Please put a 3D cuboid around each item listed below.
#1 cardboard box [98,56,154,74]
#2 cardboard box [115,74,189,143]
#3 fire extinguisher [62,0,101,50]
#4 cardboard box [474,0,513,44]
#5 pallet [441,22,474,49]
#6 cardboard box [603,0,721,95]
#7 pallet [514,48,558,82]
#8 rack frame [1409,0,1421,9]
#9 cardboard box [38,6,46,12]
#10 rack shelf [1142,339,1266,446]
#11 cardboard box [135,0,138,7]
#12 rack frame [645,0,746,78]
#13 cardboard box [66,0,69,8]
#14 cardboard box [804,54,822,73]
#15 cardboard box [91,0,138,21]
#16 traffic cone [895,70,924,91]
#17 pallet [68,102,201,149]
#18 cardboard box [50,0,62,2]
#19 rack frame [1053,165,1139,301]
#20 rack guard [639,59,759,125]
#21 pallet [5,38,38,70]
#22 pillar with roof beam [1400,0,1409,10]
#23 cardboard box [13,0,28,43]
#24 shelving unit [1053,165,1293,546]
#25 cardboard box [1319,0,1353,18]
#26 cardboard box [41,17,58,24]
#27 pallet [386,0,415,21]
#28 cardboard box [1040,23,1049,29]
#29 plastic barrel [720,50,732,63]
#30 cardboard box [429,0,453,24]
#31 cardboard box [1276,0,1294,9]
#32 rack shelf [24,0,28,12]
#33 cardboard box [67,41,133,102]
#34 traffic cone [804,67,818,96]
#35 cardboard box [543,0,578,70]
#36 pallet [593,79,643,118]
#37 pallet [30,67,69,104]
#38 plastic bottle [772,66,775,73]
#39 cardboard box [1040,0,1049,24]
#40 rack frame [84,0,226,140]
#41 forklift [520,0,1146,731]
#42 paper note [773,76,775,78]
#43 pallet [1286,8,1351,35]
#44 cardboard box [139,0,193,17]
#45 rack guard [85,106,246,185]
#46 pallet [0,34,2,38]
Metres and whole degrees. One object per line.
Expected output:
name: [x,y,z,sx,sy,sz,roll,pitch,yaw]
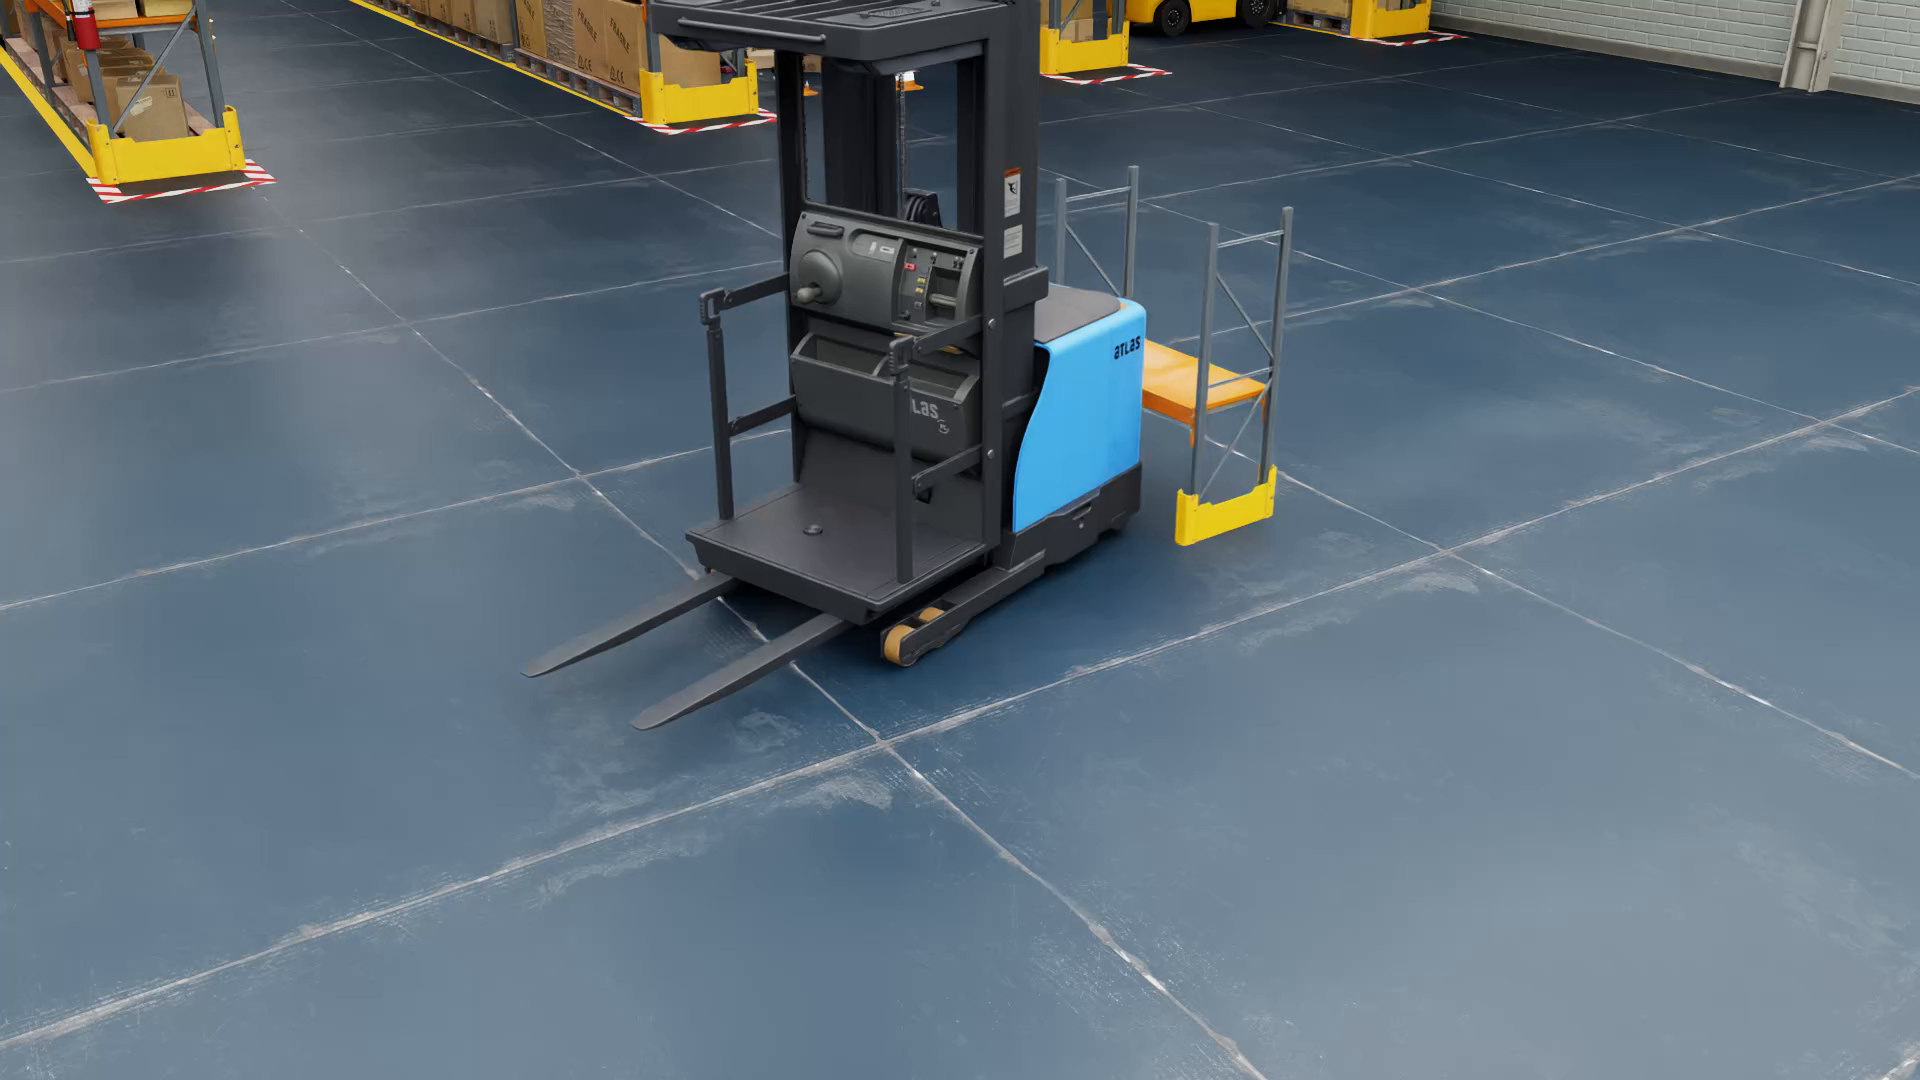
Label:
cardboard box: [-7.850,-4.261,15.698,0.500,0.500,0.500,-13,28,-25]
cardboard box: [-7.169,-3.827,14.778,0.500,0.500,0.500,-10,27,-20]
fire extinguisher: [-7.166,-4.356,13.555,0.296,0.674,0.183,-16,29,-30]
cardboard box: [-5.230,-6.464,20.072,1.050,0.750,0.750,-16,29,-30]
pallet: [-5.970,-6.524,21.324,1.003,0.211,1.213,-16,29,-30]
cardboard box: [-3.057,-5.116,17.070,0.875,0.875,0.875,-15,29,-29]
pallet: [-4.466,-5.539,19.236,1.003,0.211,1.213,-16,29,-30]
rack frame: [5.617,-8.007,21.198,1.000,3.000,0.127,-16,29,-30]
cardboard box: [-10.198,-5.838,19.016,0.700,0.500,0.500,-13,28,-25]
rack shelf: [0.962,-0.743,7.988,0.538,0.185,1.000,-17,30,-32]
cardboard box: [-7.043,-4.770,14.636,0.380,0.149,0.250,-16,29,-30]
rack frame: [-2.632,-5.660,16.225,1.000,3.000,0.127,-16,29,-30]
cardboard box: [-7.610,-4.740,14.571,0.380,0.149,0.250,-16,29,-30]
cardboard box: [-1.620,-5.759,19.359,0.637,0.503,0.797,7,26,15]
cardboard box: [-7.171,-4.480,14.021,0.380,0.149,0.250,-16,29,-30]
traffic cone: [-0.599,-5.175,18.170,0.336,0.463,0.334,-16,29,-30]
pallet: [-7.960,-4.041,16.062,1.003,0.211,1.213,-16,29,-30]
cardboard box: [-8.078,-4.992,15.105,0.380,0.149,0.250,-16,29,-30]
rack frame: [0.660,-1.080,8.281,0.500,1.500,0.032,-17,30,-32]
rack guard: [-2.619,-4.521,16.740,1.175,0.500,0.348,-16,29,-30]
pallet: [-10.784,-5.860,19.917,1.003,0.211,1.213,-16,29,-30]
pillar with roof beam: [2.385,-10.176,18.765,9.100,9.000,0.400,-16,29,-30]
cardboard box: [-10.827,-6.235,19.856,0.700,0.500,0.500,-17,30,-32]
shelving unit: [0.957,-0.909,7.918,0.587,1.500,1.083,-17,30,-32]
cardboard box: [5.096,-7.048,21.896,0.500,0.250,0.500,-15,29,-29]
cardboard box: [-9.588,-5.439,18.170,0.700,0.500,0.500,-16,29,-30]
pallet: [-7.424,-7.540,23.474,1.003,0.211,1.213,-16,29,-30]
cardboard box: [0.781,-6.031,19.740,0.500,0.250,0.500,-16,29,-30]
plastic barrel: [-2.911,-5.877,19.703,0.512,0.421,0.421,3,25,6]
cardboard box: [-6.262,-7.143,21.510,1.050,0.750,0.750,-15,29,-29]
cardboard box: [4.567,-7.409,22.661,0.500,0.250,0.500,-15,29,-29]
rack shelf: [-10.118,-6.361,18.553,1.077,0.370,4.000,-16,29,-30]
cardboard box: [-8.522,-4.675,16.575,0.500,0.500,0.500,-6,26,-13]
traffic cone: [-1.732,-5.033,17.870,0.336,0.463,0.334,-16,29,-30]
cardboard box: [-4.035,-5.757,18.427,0.875,0.875,0.875,-15,29,-29]
pallet: [-3.134,-4.666,17.387,1.003,0.211,1.213,-16,29,-30]
pallet: [-9.452,-4.988,18.068,1.003,0.211,1.213,-16,29,-30]
plastic bottle: [-2.073,-5.421,19.161,0.283,0.061,0.133,18,31,33]
cardboard box: [0.805,-6.361,19.561,0.500,0.500,0.500,-15,29,-29]
rack frame: [-6.843,-4.540,13.853,1.000,3.000,0.127,-16,29,-30]
forklift: [-0.445,-1.055,6.552,1.130,2.935,3.031,18,31,34]
paper note: [-2.042,-5.258,18.854,0.144,0.017,0.142,-6,26,-12]
pallet: [5.165,-7.010,22.352,1.003,0.211,1.213,-16,29,-30]
cardboard box: [-6.798,-4.584,14.240,0.380,0.149,0.250,-16,29,-30]
rack guard: [-6.884,-3.437,14.444,1.175,0.500,0.348,-16,29,-30]
pallet: [-12.239,-6.876,22.068,1.003,0.211,1.213,-16,29,-30]
